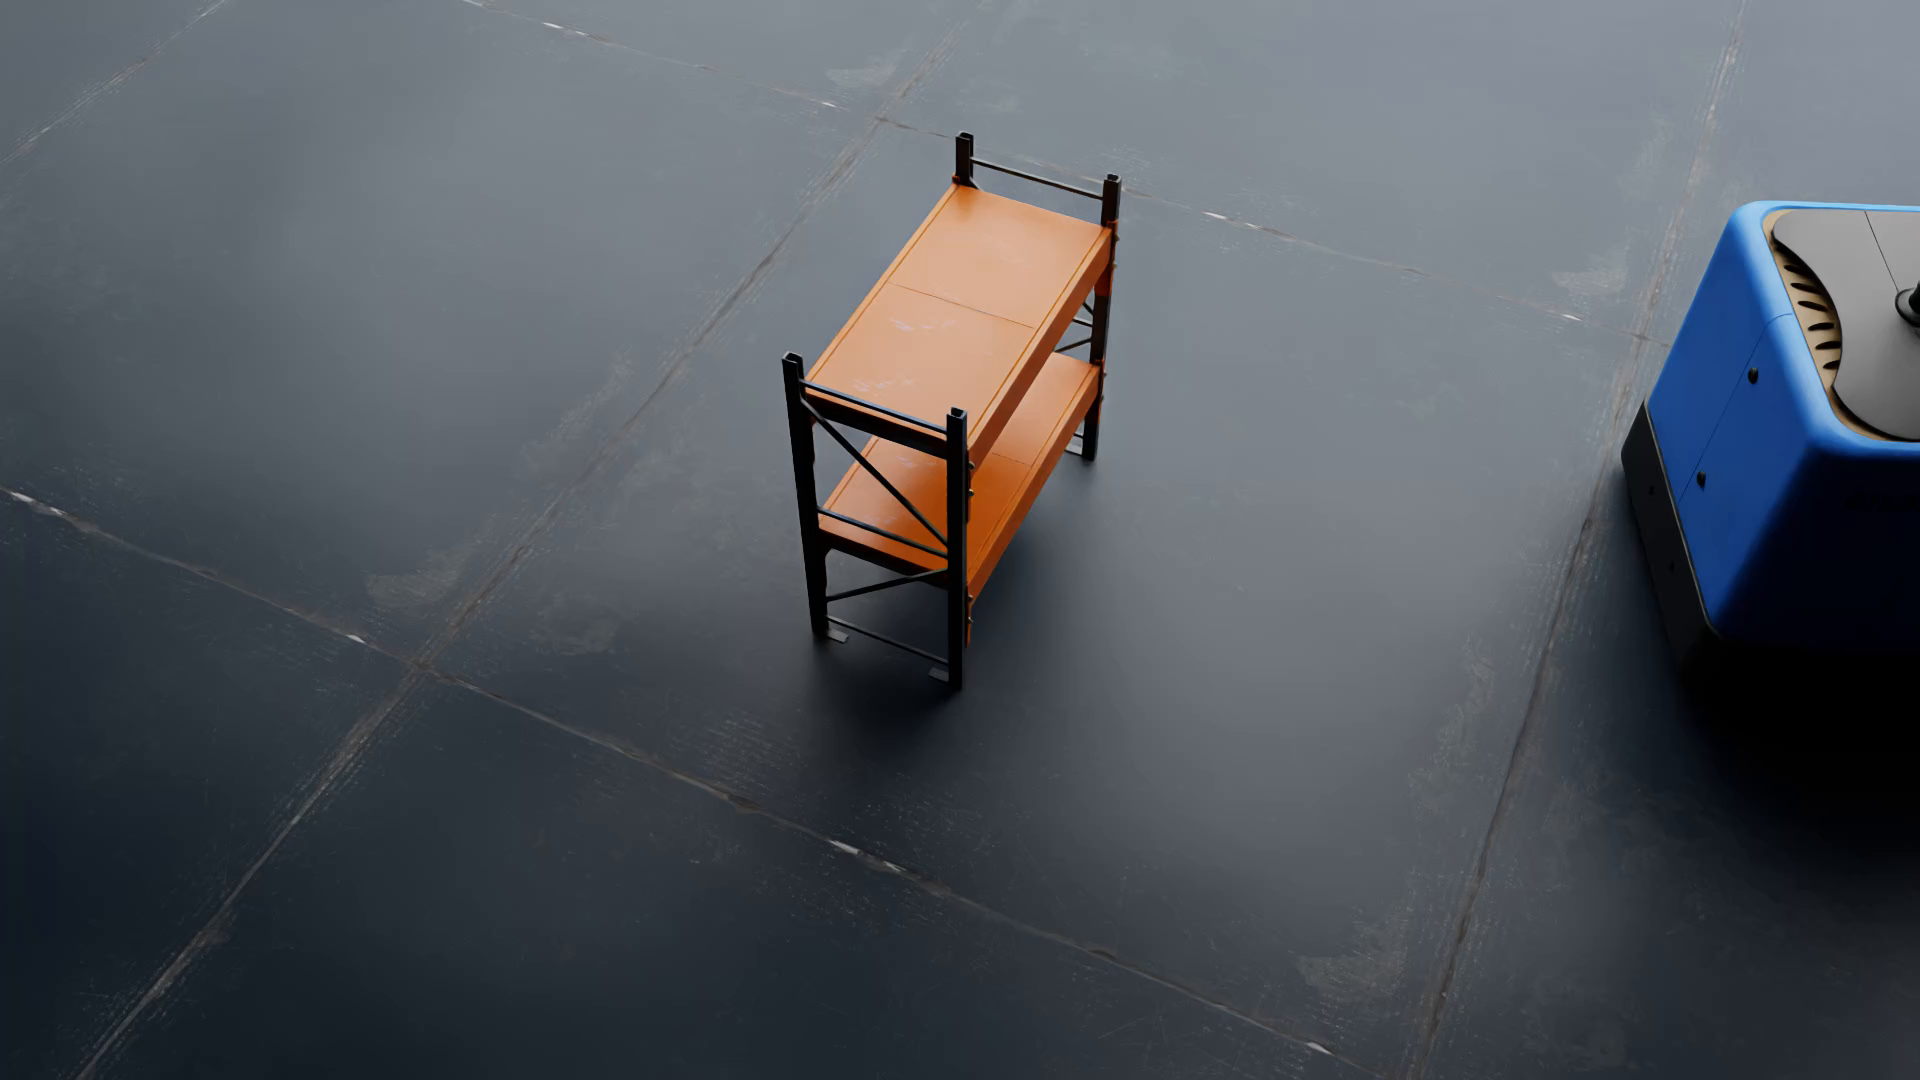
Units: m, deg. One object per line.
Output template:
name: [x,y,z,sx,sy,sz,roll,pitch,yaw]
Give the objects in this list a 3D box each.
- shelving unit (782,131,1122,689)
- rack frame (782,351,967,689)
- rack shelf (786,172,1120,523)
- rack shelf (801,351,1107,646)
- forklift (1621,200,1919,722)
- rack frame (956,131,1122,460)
shelving unit: [0.003,-0.369,4.826,0.538,1.125,1.048,20,52,16]
rack frame: [-0.214,-0.019,4.528,0.500,1.125,0.032,20,52,16]
rack shelf: [0.003,-0.559,4.603,0.538,0.278,1.000,20,52,16]
rack shelf: [0.003,-0.211,5.012,0.538,0.278,1.000,20,52,16]
forklift: [3.623,-0.773,3.983,3.031,2.935,1.130,3,50,2]
rack frame: [0.220,-0.719,5.123,0.500,1.125,0.032,20,52,16]
